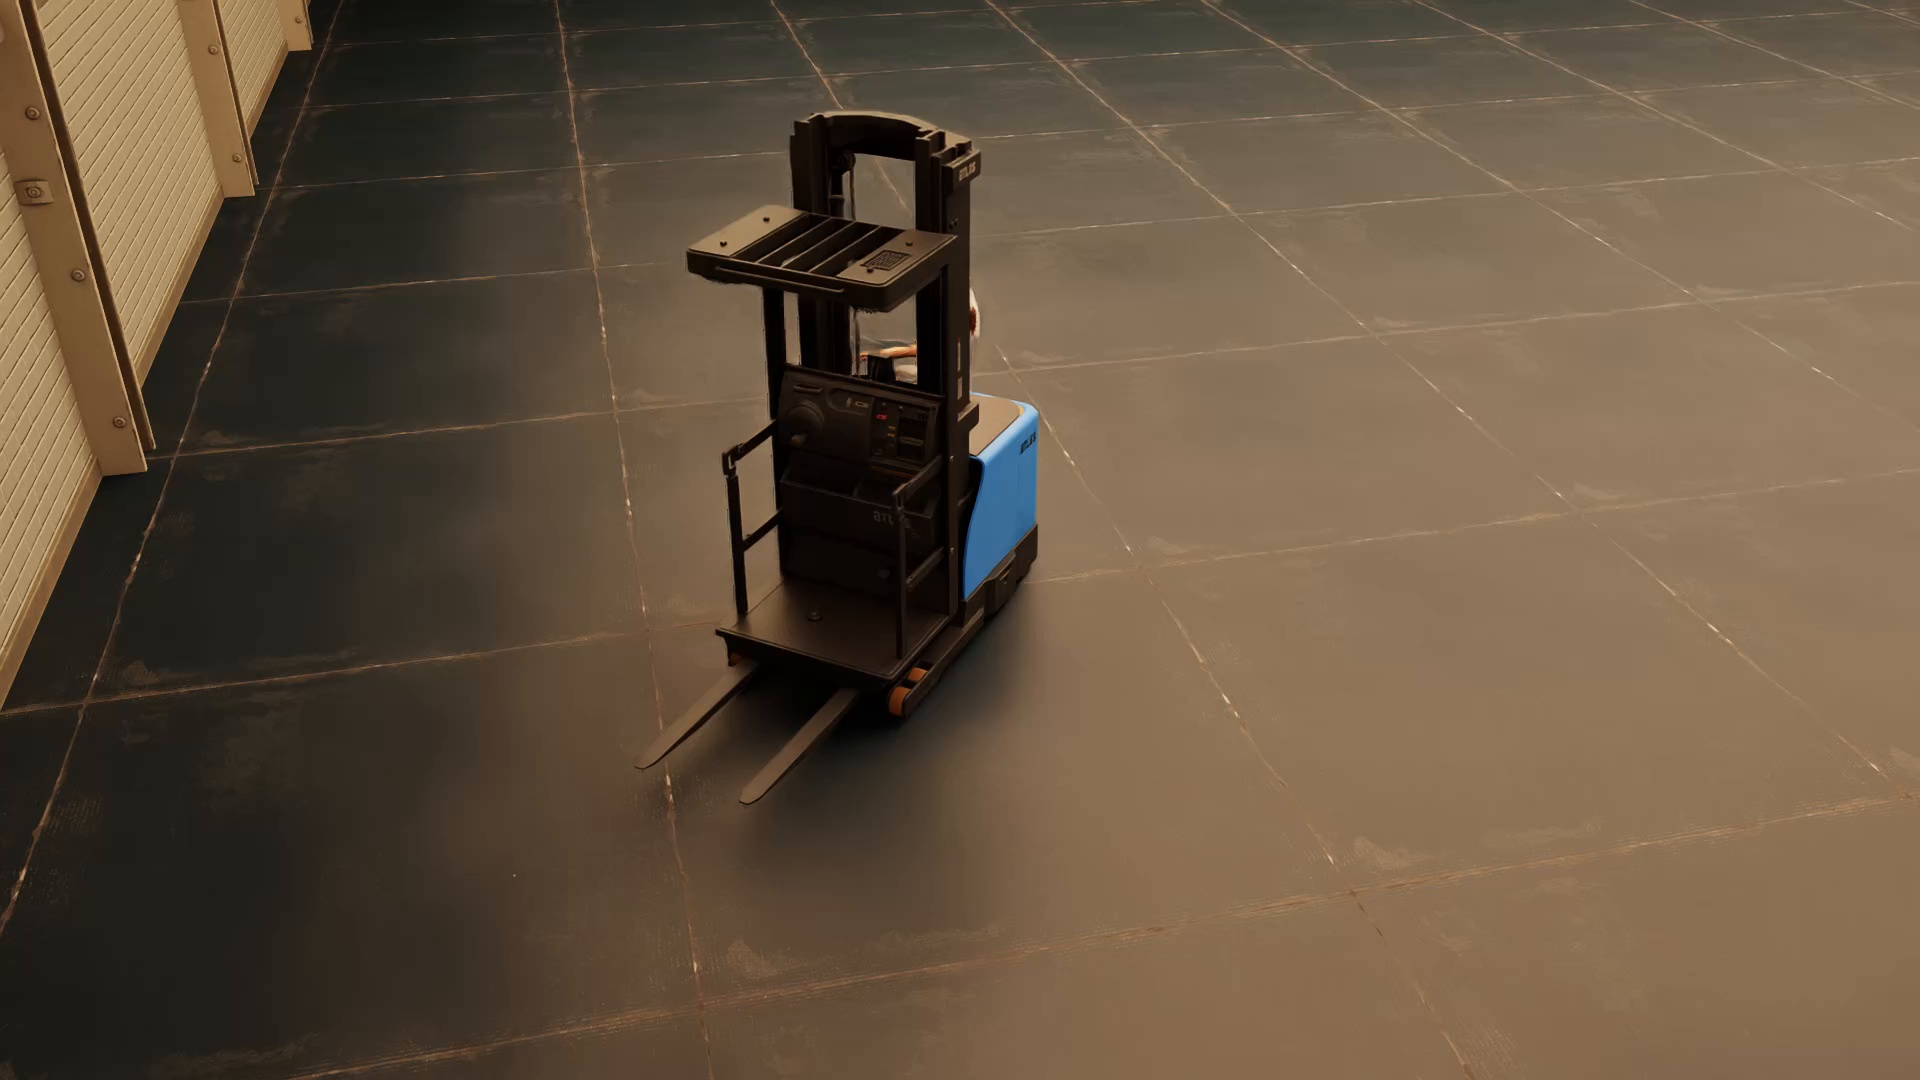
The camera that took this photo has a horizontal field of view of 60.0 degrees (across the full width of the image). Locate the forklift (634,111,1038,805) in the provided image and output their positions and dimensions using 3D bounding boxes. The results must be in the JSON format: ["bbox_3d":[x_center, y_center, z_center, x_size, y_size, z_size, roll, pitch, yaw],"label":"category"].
[{"bbox_3d":[-0.631,-0.574,8.567,1.130,2.935,3.031,14,33,23],"label":"forklift"}]

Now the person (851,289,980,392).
[{"bbox_3d":[-0.365,-1.059,10.905,0.983,1.466,0.843,-13,33,-22],"label":"person"}]
